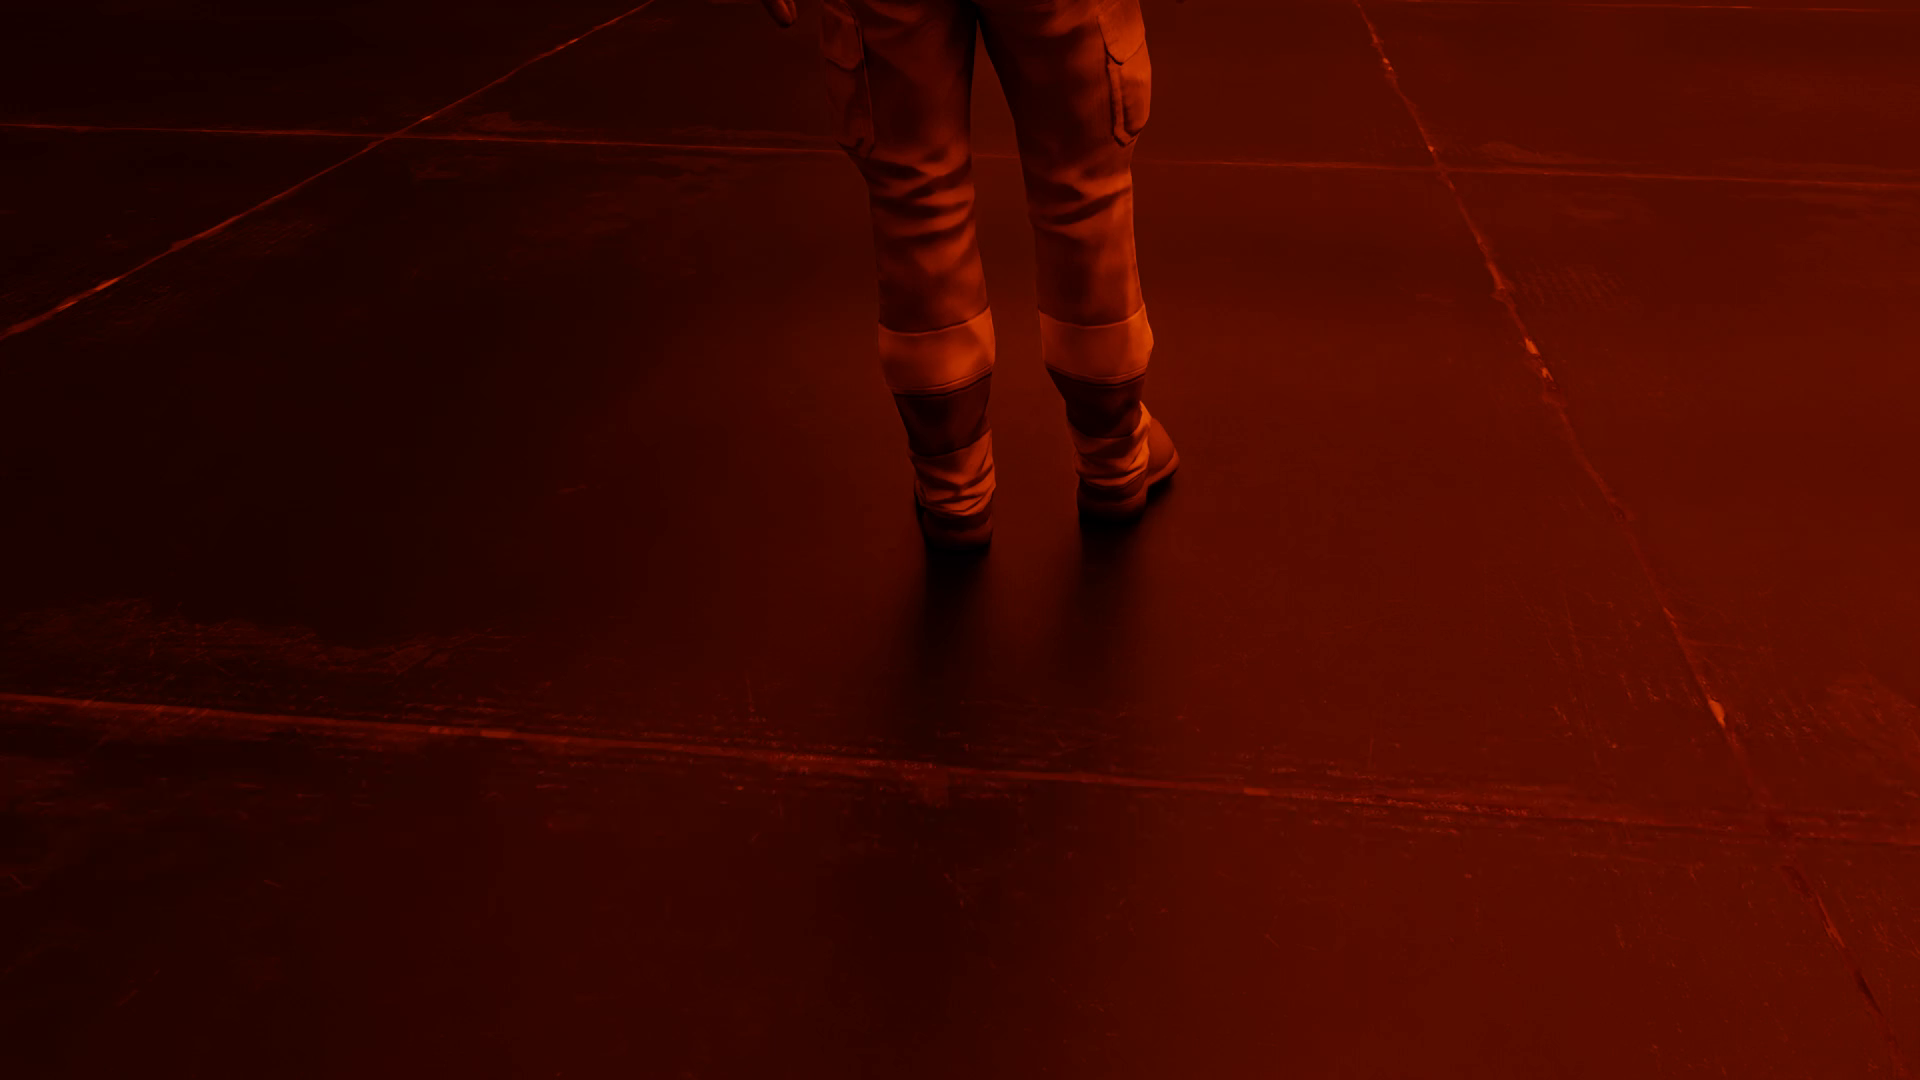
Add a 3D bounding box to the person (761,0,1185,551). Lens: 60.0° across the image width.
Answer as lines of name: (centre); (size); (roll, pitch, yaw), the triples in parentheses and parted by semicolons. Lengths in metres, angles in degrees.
person: (0.023, -0.842, 2.168); (0.637, 1.790, 0.562); (3, 27, 7)
